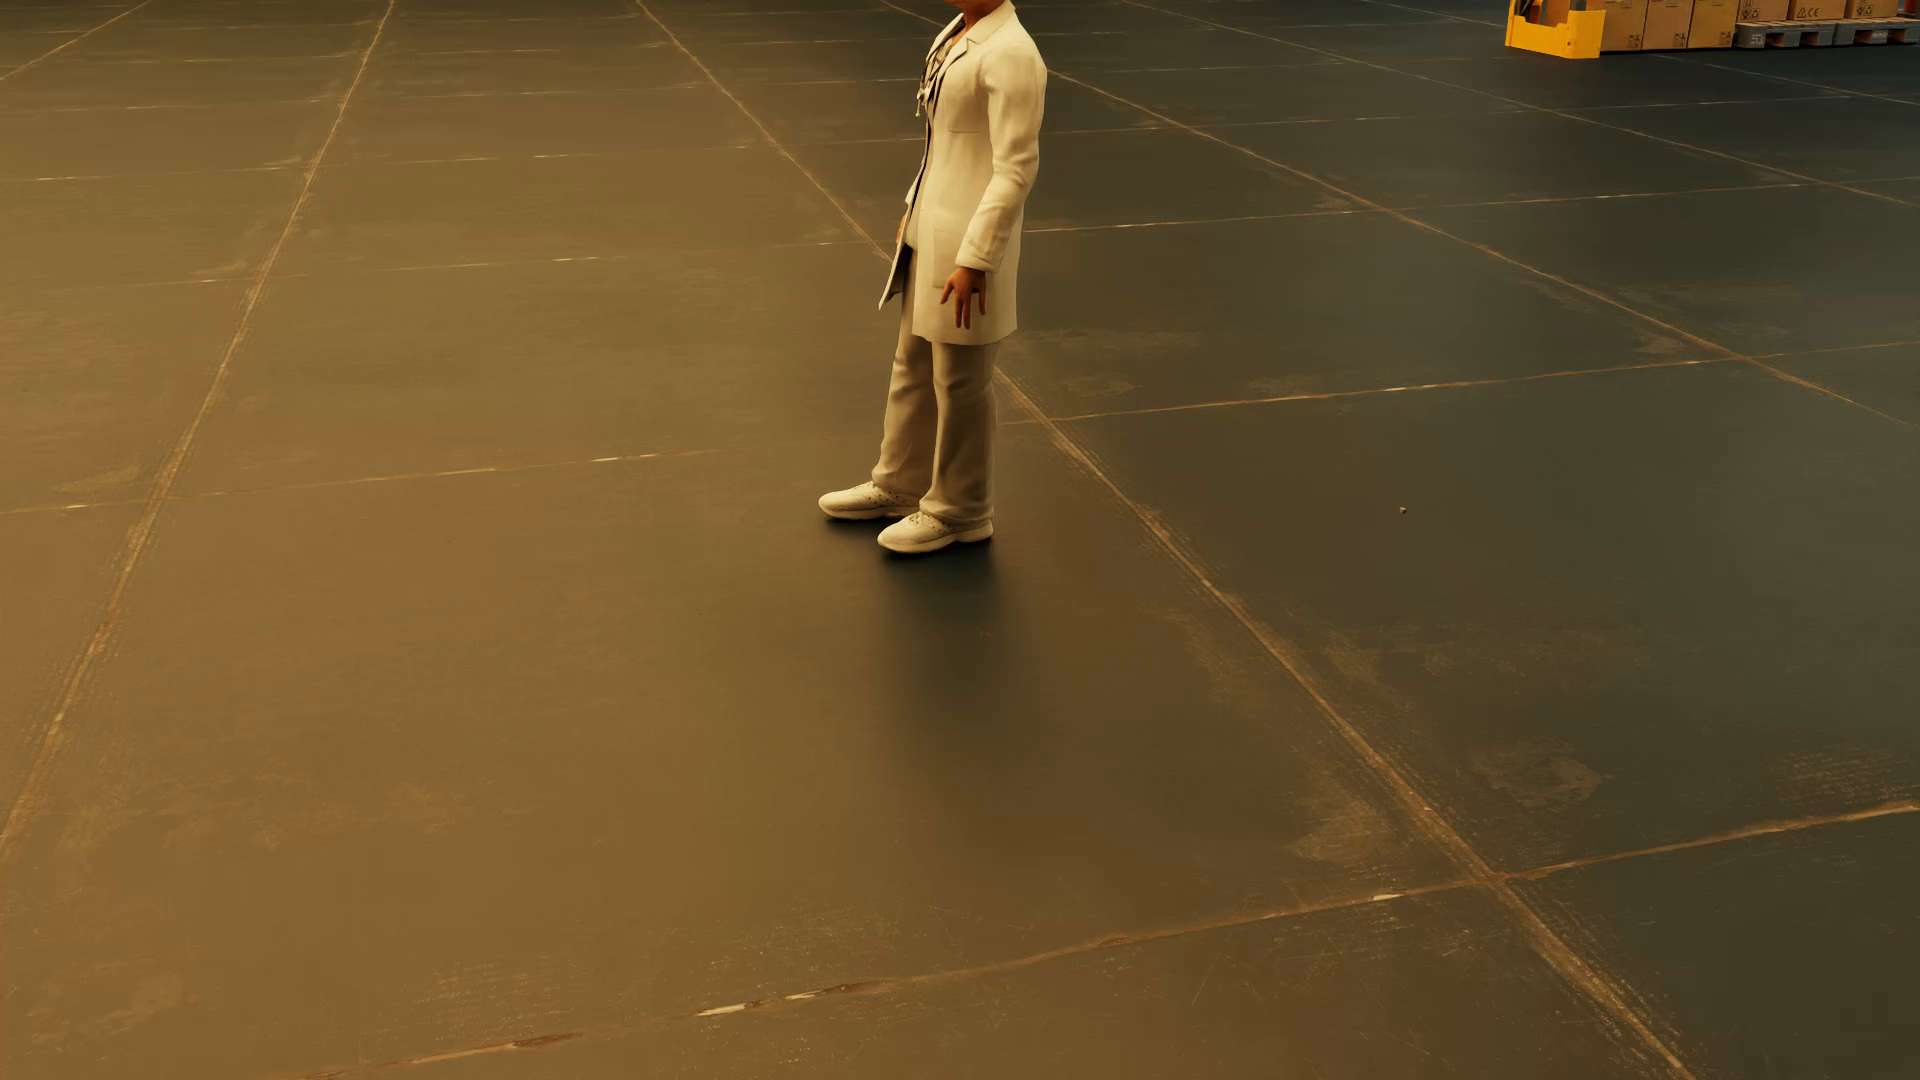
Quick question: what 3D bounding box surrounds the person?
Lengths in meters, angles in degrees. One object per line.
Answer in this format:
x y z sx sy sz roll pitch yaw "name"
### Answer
-0.088 -0.817 4.685 0.581 1.775 0.696 -6 24 -14 "person"
